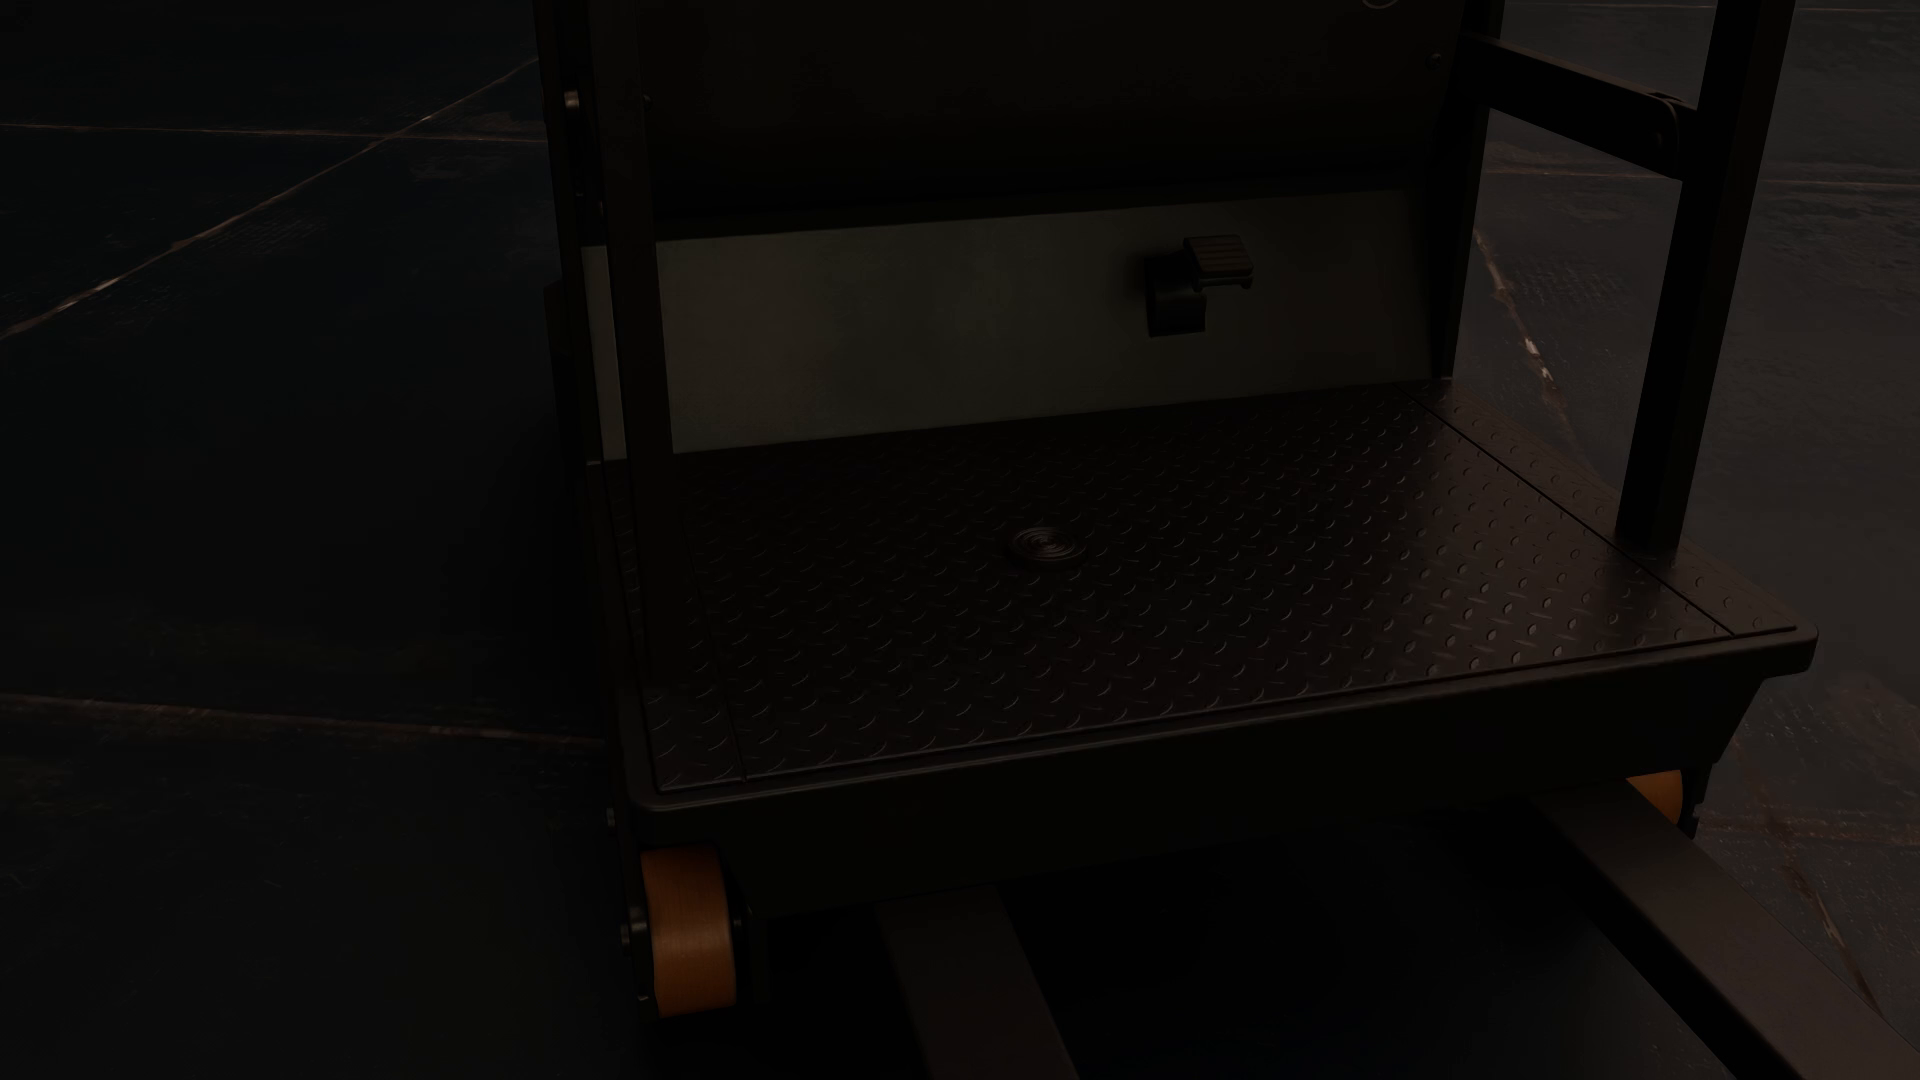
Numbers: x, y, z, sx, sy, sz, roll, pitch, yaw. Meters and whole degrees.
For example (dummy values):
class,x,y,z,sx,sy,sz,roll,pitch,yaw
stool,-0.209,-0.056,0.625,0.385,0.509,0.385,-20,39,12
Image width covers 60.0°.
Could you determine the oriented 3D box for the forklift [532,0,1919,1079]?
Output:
class,x,y,z,sx,sy,sz,roll,pitch,yaw
forklift,0.153,-1.049,1.319,1.130,2.935,3.031,-7,27,-13
